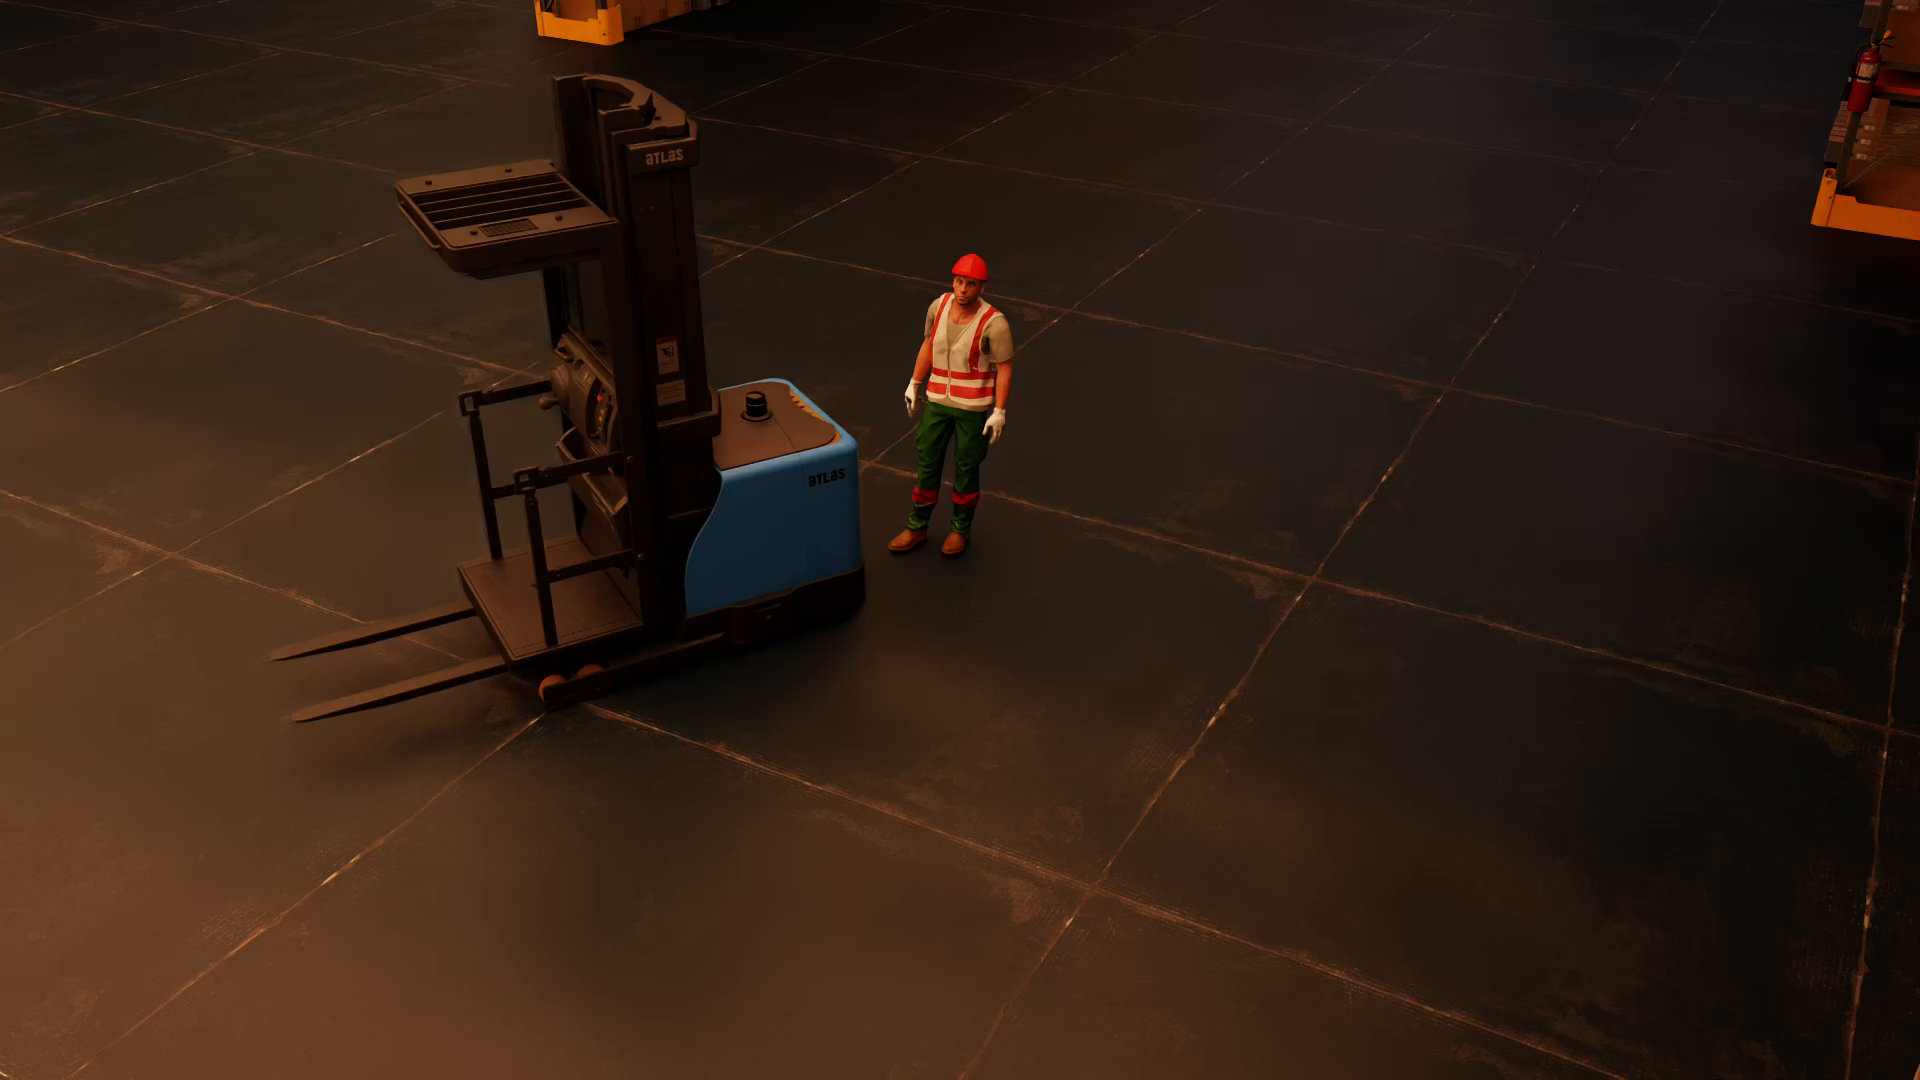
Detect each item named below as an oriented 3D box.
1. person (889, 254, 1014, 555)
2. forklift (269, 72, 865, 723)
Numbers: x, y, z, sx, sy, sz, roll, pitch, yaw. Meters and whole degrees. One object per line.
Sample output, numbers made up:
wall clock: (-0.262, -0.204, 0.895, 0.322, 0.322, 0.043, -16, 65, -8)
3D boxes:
person: (-0.049, -0.747, 9.498, 0.638, 1.782, 0.564, 15, 33, 25)
forklift: (-2.067, -0.712, 8.305, 3.031, 2.935, 1.130, -16, 34, -25)
